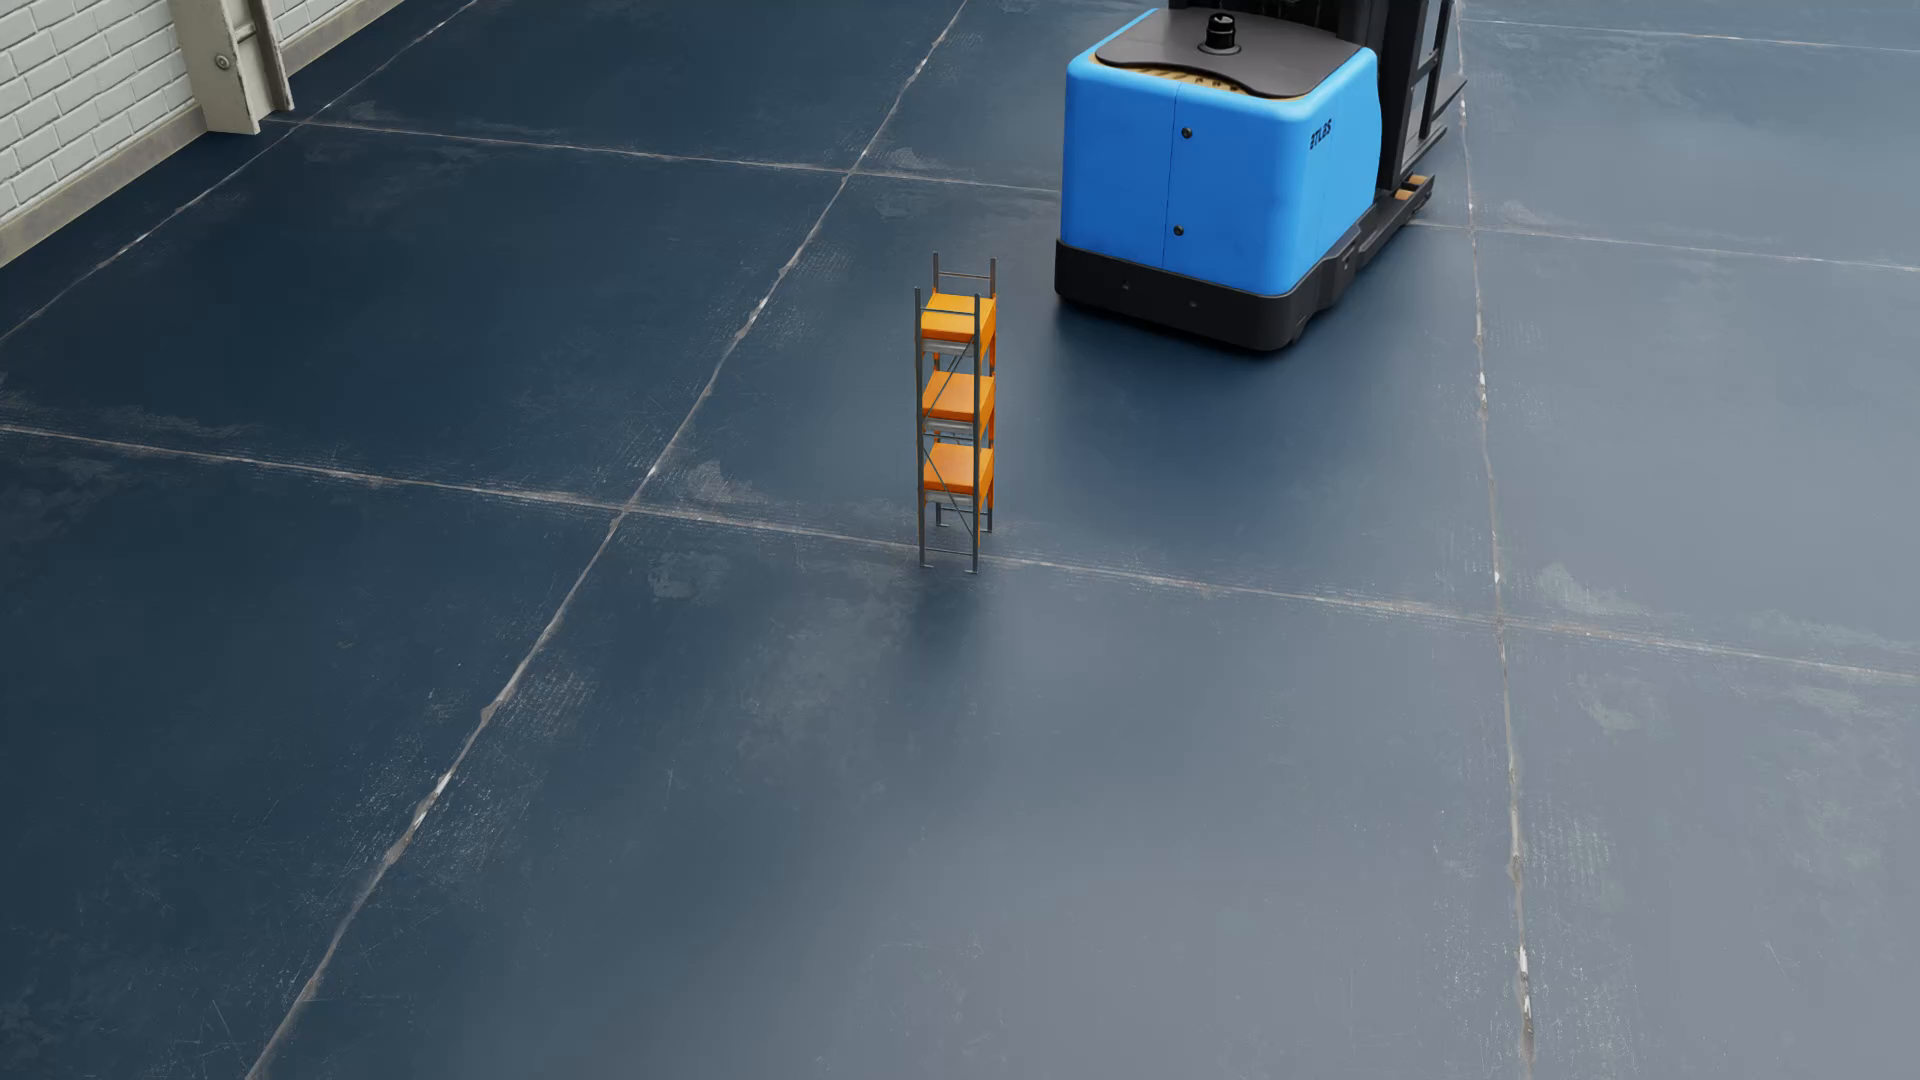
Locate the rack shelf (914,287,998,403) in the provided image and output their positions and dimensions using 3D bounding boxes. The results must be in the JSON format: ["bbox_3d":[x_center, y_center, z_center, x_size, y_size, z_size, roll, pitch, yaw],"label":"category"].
[{"bbox_3d":[-0.011,-0.616,5.239,0.215,0.259,0.240,7,37,10],"label":"rack shelf"}]

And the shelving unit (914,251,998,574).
[{"bbox_3d":[-0.011,-0.394,5.400,0.215,1.050,0.252,7,37,10],"label":"shelving unit"}]

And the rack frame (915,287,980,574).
[{"bbox_3d":[-0.038,-0.324,5.303,0.200,1.050,0.008,7,37,10],"label":"rack frame"}]

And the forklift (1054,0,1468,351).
[{"bbox_3d":[1.595,-2.785,7.094,1.130,2.935,3.031,19,40,25],"label":"forklift"}]

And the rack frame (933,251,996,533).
[{"bbox_3d":[0.015,-0.464,5.496,0.200,1.050,0.008,7,37,10],"label":"rack frame"}]

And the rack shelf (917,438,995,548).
[{"bbox_3d":[-0.011,-0.161,5.569,0.215,0.259,0.240,7,37,10],"label":"rack shelf"}]

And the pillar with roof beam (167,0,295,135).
[{"bbox_3d":[0.425,-5.347,5.460,9.100,9.000,0.400,7,37,10],"label":"pillar with roof beam"}]

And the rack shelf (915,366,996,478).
[{"bbox_3d":[-0.011,-0.386,5.406,0.215,0.259,0.240,7,37,10],"label":"rack shelf"}]
